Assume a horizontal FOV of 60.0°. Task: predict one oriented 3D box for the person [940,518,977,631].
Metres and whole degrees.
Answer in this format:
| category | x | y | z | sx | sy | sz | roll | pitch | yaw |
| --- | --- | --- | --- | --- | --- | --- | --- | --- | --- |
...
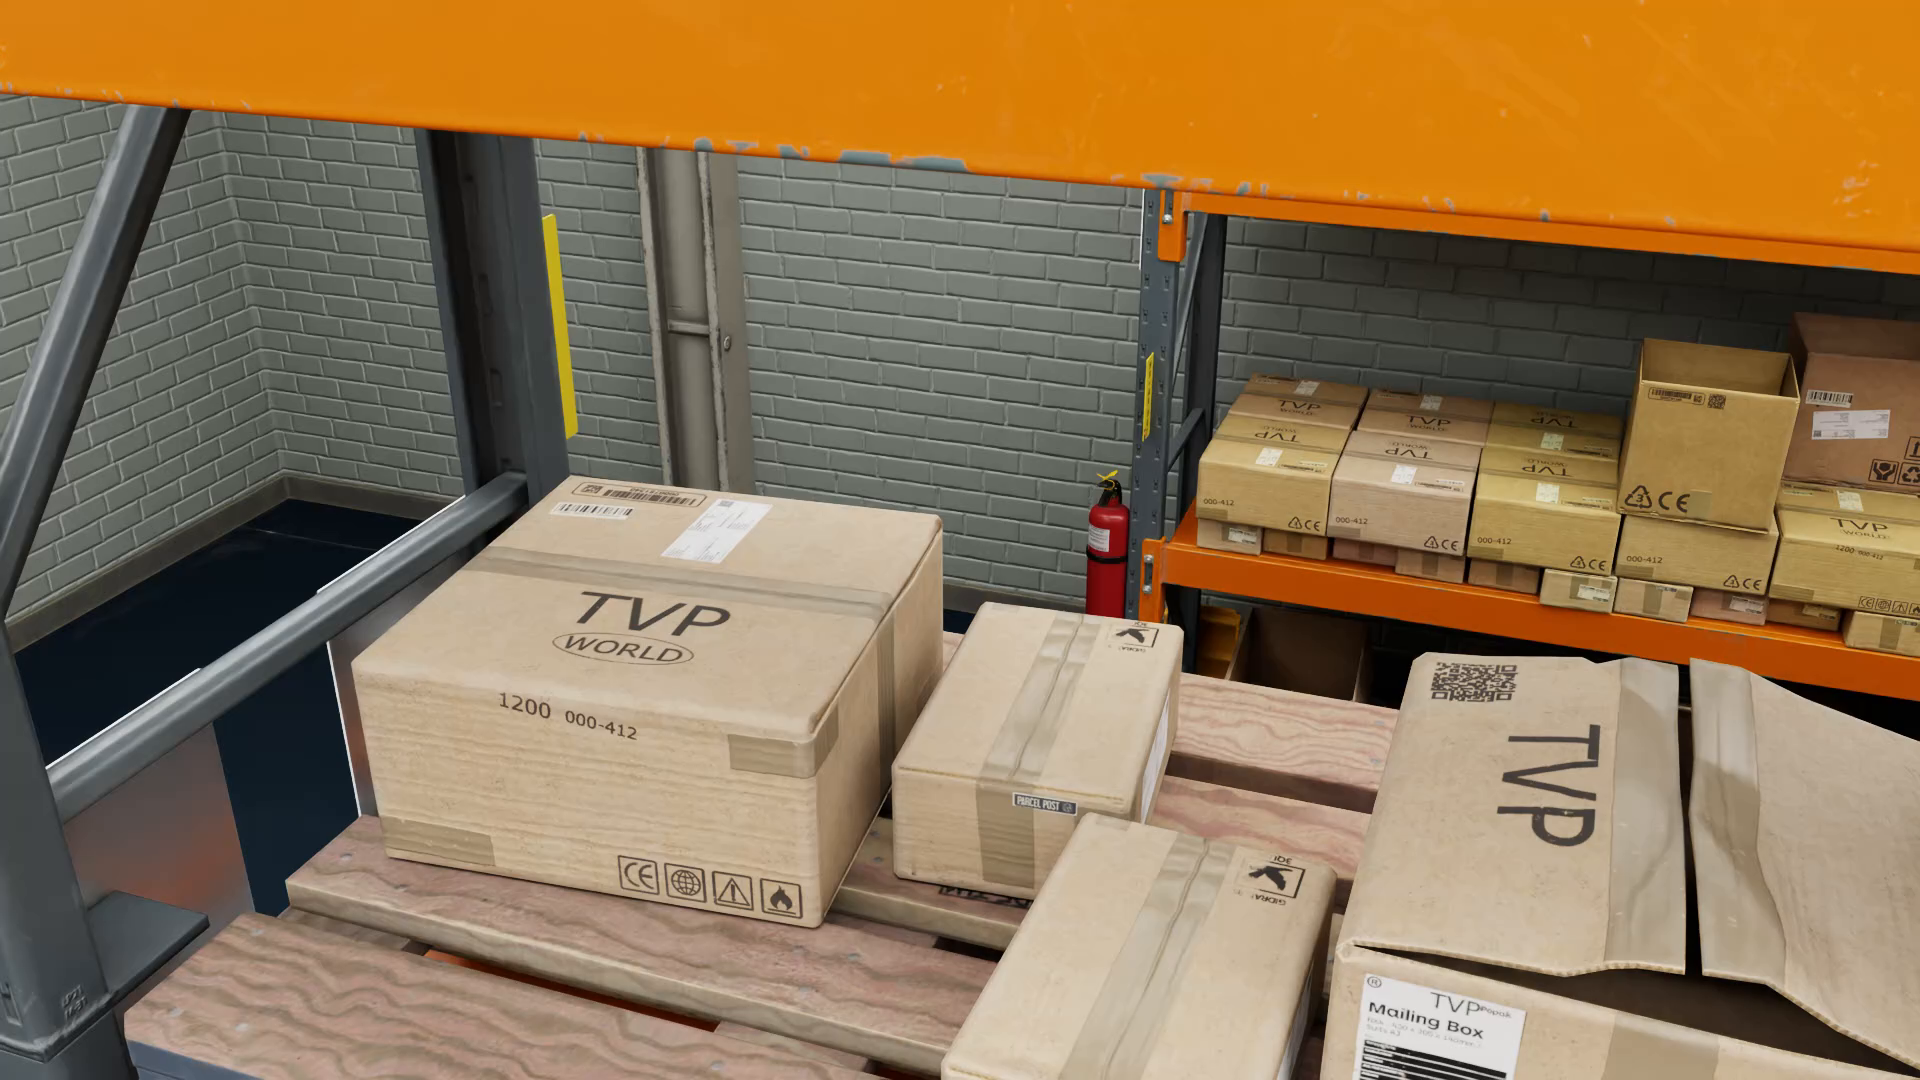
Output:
| category | x | y | z | sx | sy | sz | roll | pitch | yaw |
| --- | --- | --- | --- | --- | --- | --- | --- | --- | --- |
| person | -0.177 | 0.720 | 6.091 | 0.462 | 1.755 | 0.628 | 8 | 27 | 15 |
